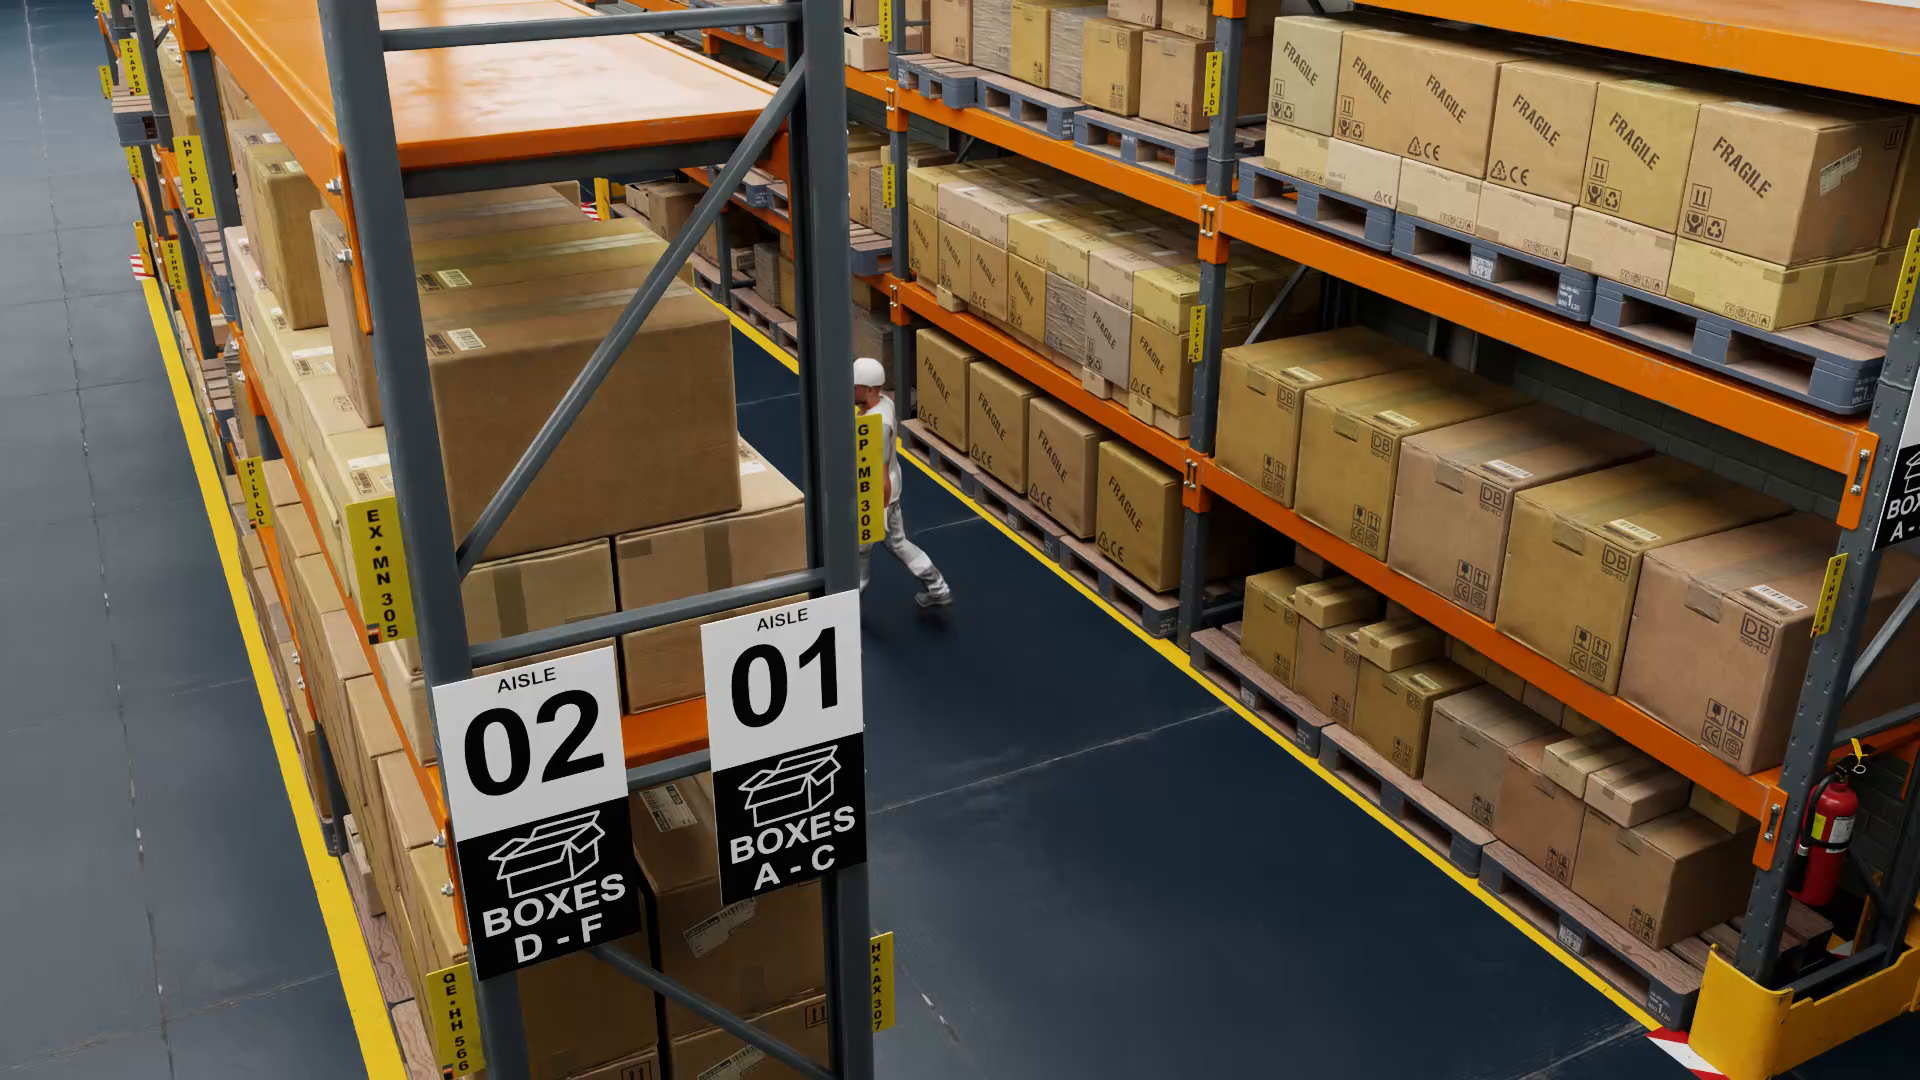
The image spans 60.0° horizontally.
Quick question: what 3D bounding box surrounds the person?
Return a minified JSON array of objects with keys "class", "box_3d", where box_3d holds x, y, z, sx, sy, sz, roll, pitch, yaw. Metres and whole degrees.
[{"class":"person","box_3d":[-0.496,-0.294,10.215,0.921,1.773,0.639,2,25,4]}]
